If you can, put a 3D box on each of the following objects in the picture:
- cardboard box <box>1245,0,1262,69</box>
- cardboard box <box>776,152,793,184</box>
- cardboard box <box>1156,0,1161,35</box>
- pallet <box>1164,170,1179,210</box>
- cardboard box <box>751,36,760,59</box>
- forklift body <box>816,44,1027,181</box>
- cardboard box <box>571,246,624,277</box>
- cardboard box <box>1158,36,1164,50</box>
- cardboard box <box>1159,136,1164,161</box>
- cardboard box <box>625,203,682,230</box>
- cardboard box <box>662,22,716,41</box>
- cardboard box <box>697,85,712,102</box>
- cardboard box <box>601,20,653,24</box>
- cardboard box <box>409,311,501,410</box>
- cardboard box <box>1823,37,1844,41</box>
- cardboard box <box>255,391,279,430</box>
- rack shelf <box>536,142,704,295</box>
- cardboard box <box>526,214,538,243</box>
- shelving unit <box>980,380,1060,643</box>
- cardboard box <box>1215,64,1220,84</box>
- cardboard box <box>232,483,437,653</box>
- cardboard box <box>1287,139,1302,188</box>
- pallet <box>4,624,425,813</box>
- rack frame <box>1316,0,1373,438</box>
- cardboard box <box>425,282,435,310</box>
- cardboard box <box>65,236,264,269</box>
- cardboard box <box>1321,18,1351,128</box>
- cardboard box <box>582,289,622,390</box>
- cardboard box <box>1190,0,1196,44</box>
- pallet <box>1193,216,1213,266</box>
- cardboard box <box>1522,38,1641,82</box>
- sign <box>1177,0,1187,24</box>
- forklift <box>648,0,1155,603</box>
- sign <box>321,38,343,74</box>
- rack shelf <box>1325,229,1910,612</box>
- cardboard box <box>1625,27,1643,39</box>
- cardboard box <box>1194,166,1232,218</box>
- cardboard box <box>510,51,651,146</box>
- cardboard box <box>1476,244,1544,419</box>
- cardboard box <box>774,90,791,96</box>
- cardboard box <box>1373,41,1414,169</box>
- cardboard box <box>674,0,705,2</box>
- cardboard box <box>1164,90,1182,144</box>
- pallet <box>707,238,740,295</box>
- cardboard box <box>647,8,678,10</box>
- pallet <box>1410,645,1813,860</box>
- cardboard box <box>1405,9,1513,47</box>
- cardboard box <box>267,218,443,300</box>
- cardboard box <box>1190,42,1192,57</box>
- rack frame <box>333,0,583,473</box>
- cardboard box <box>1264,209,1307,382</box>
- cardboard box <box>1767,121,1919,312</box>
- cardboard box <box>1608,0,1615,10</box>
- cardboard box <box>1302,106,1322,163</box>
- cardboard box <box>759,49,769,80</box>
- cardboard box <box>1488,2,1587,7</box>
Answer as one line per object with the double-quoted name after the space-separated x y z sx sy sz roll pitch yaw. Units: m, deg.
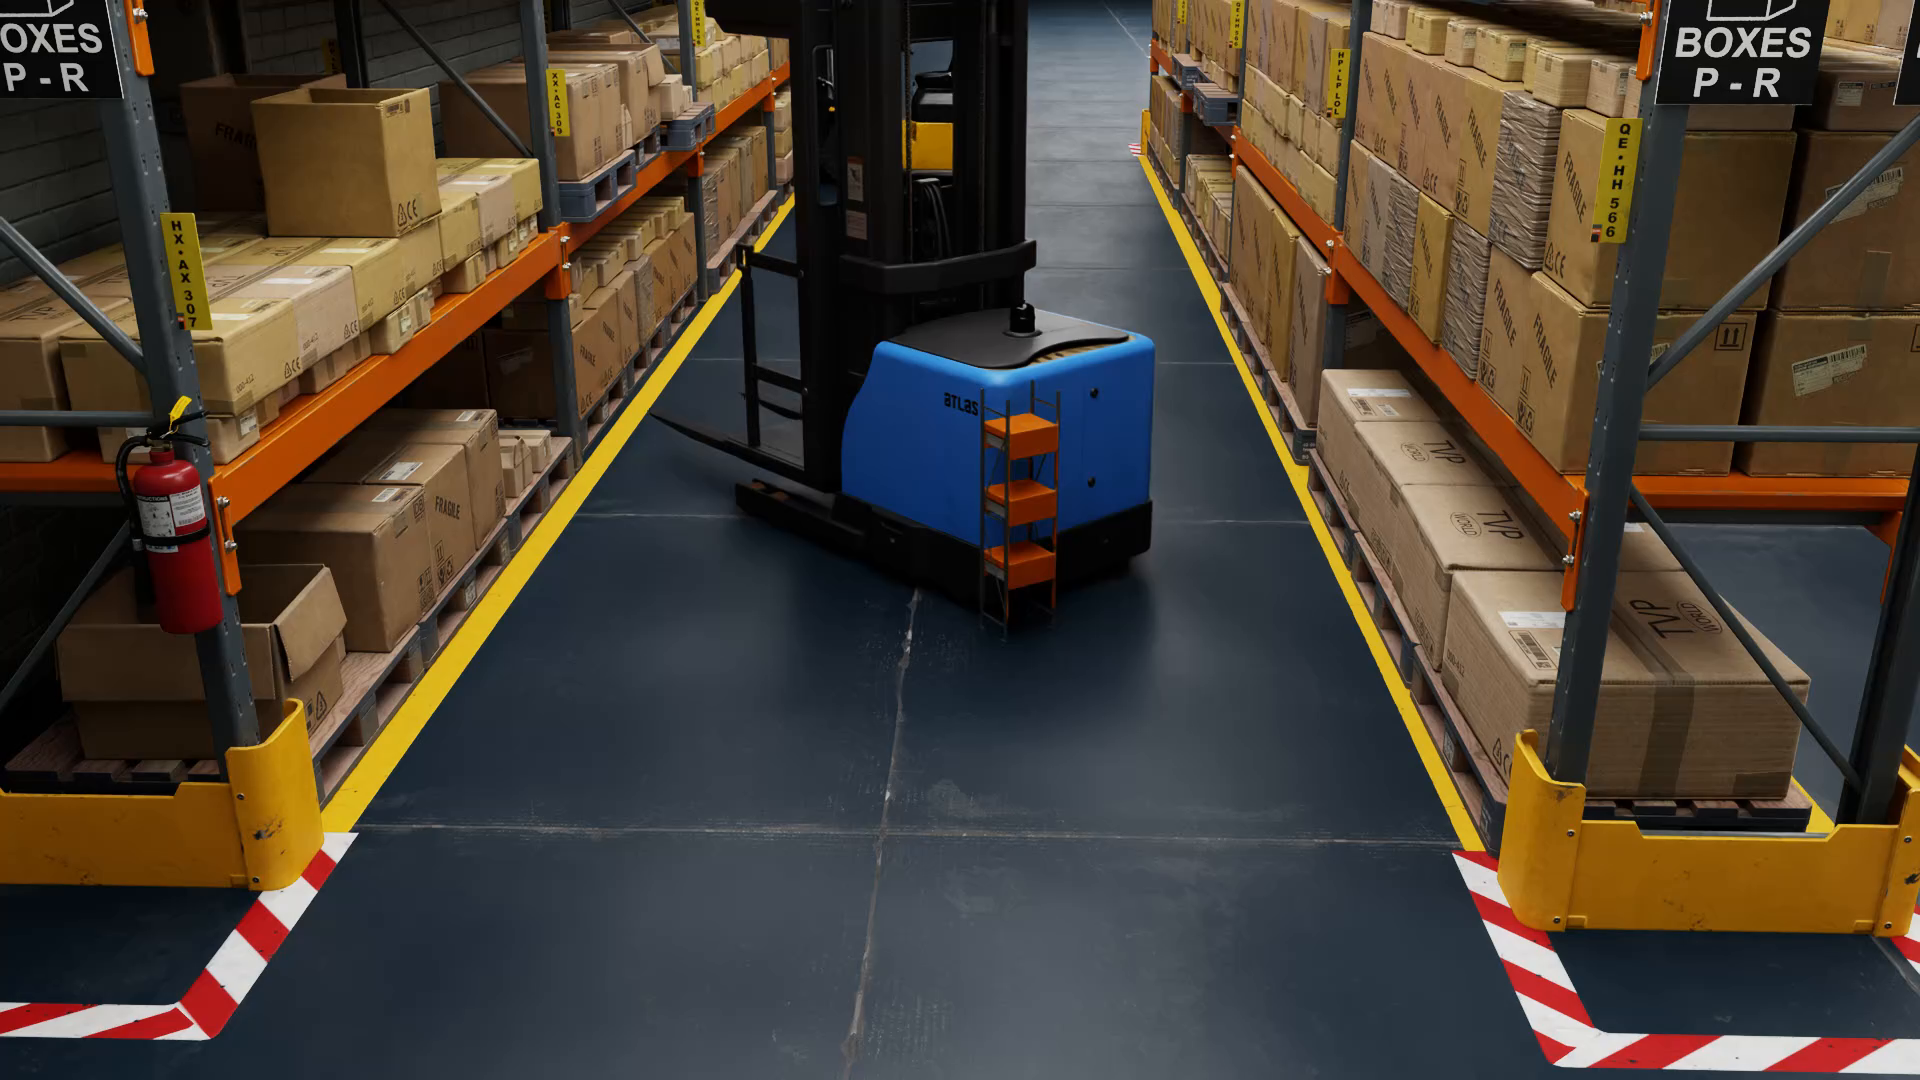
2.266 -3.517 11.427 0.500 0.500 0.500 0 21 0 "cardboard box"
-1.969 -3.765 16.806 0.500 0.250 0.500 1 21 2 "cardboard box"
2.464 -5.903 18.545 0.500 0.500 0.500 1 21 3 "cardboard box"
2.632 -3.570 16.937 1.003 0.211 1.213 1 21 2 "pallet"
-2.082 -4.476 14.935 0.500 0.250 0.500 0 21 0 "cardboard box"
-0.427 -5.025 18.005 2.313 2.155 1.214 1 21 2 "forklift body"
-2.304 -1.720 10.292 0.380 0.149 0.250 1 21 4 "cardboard box"
2.415 -5.557 18.552 0.380 0.149 0.250 1 21 2 "cardboard box"
2.441 -4.316 18.227 0.500 0.250 0.500 2 21 5 "cardboard box"
-2.175 -2.286 11.752 0.380 0.149 0.250 0 21 -1 "cardboard box"
-2.170 -4.070 13.337 0.380 0.149 0.250 1 21 2 "cardboard box"
-2.179 -3.321 12.649 0.500 0.250 0.500 1 21 2 "cardboard box"
-2.716 -4.165 13.583 0.380 0.149 0.250 0 21 1 "cardboard box"
-2.839 -0.998 9.330 0.500 0.500 0.500 1 21 1 "cardboard box"
7.265 -3.921 13.850 0.500 0.500 0.500 1 21 2 "cardboard box"
-2.434 -0.432 5.343 0.380 0.149 0.250 1 21 3 "cardboard box"
-2.497 -2.175 10.482 1.077 0.370 4.000 1 21 2 "rack shelf"
-2.315 -1.552 8.229 0.380 0.149 0.250 1 21 2 "cardboard box"
0.243 -0.114 6.870 0.252 1.050 0.215 -13 25 -30 "shelving unit"
2.214 -3.660 13.082 0.380 0.149 0.250 0 21 -1 "cardboard box"
-2.501 0.100 6.500 0.700 0.500 0.500 1 21 4 "cardboard box"
2.216 -2.195 9.748 0.500 0.250 0.500 0 21 0 "cardboard box"
-2.654 0.643 6.079 1.003 0.211 1.213 1 21 2 "pallet"
2.404 -1.734 8.351 1.000 3.000 0.127 1 21 2 "rack frame"
-2.380 -0.994 6.792 0.380 0.149 0.250 1 21 1 "cardboard box"
-2.894 -0.944 6.112 0.500 0.250 0.500 1 21 3 "cardboard box"
2.166 -2.411 8.576 0.500 0.500 0.500 1 21 3 "cardboard box"
-2.312 -1.183 9.805 0.500 0.500 0.500 0 21 1 "cardboard box"
2.331 -4.660 14.762 0.500 0.500 0.500 1 21 2 "cardboard box"
2.590 -2.603 14.445 1.003 0.211 1.213 1 21 2 "pallet"
2.128 -1.605 5.603 0.380 0.149 0.250 0 21 1 "cardboard box"
2.104 -5.033 15.658 0.100 0.325 0.005 1 21 2 "sign"
-0.474 -1.547 7.964 1.130 2.935 3.031 -18 28 -39 "forklift"
-3.113 -2.332 8.291 0.100 0.325 0.005 1 21 2 "sign"
2.343 -0.675 6.617 1.077 0.370 4.000 1 21 2 "rack shelf"
2.659 -1.788 6.074 0.380 0.149 0.250 0 21 0 "cardboard box"
2.615 -3.148 15.046 0.950 0.372 0.625 2 21 5 "cardboard box"
-2.280 -2.673 10.053 0.700 0.500 0.500 1 21 1 "cardboard box"
2.062 -0.693 5.530 0.500 0.500 0.500 0 21 0 "cardboard box"
-1.957 -4.596 17.566 0.500 0.250 0.500 1 21 3 "cardboard box"
2.125 -1.895 7.245 0.500 0.500 0.500 0 21 1 "cardboard box"
-2.607 -5.286 16.060 0.380 0.149 0.250 1 21 2 "cardboard box"
2.425 -4.475 17.600 0.500 0.500 0.500 2 21 4 "cardboard box"
-2.372 -2.231 13.486 1.003 0.211 1.213 1 21 2 "pallet"
-2.609 -4.717 15.005 0.380 0.149 0.250 1 21 1 "cardboard box"
2.228 0.722 5.875 1.003 0.211 1.213 1 21 2 "pallet"
2.108 -2.163 7.039 0.380 0.149 0.250 0 21 1 "cardboard box"
-2.375 -1.122 6.569 0.500 0.250 0.500 0 21 0 "cardboard box"
2.314 -4.509 15.269 0.380 0.149 0.250 1 21 2 "cardboard box"
-2.558 -1.787 8.488 1.000 3.000 0.127 1 21 2 "rack frame"
2.362 -1.491 10.081 0.875 0.875 0.875 1 21 3 "cardboard box"
2.581 -0.971 4.864 0.500 0.500 0.500 0 21 0 "cardboard box"
7.758 -5.791 18.600 0.875 0.550 0.550 1 21 2 "cardboard box"
2.182 -2.240 9.171 0.500 0.250 0.500 1 21 3 "cardboard box"
-2.069 -4.425 15.493 0.500 0.250 0.500 1 21 3 "cardboard box"
2.596 -2.340 7.496 0.380 0.149 0.250 1 21 3 "cardboard box"
